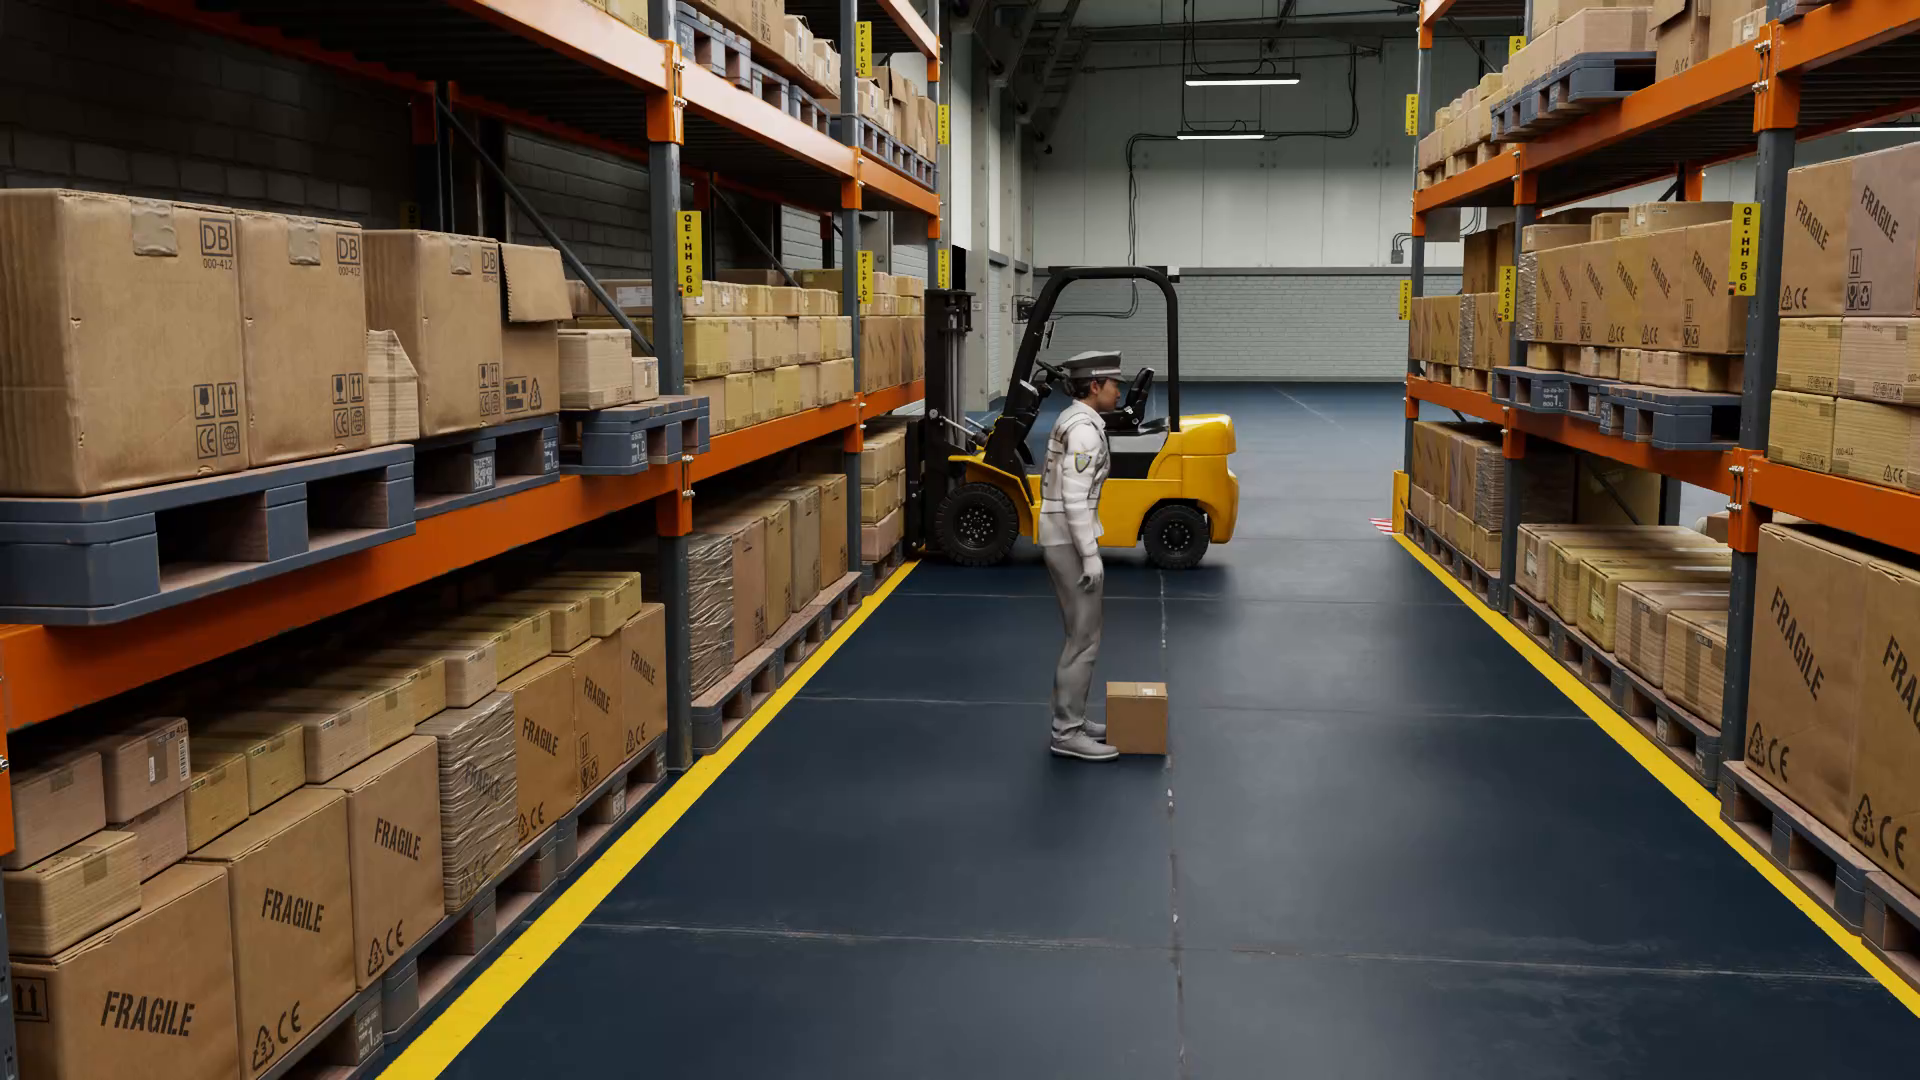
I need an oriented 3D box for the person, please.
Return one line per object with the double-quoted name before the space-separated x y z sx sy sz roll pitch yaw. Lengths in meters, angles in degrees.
"person" 0.503 0.045 6.943 0.370 1.667 0.547 0 8 3
